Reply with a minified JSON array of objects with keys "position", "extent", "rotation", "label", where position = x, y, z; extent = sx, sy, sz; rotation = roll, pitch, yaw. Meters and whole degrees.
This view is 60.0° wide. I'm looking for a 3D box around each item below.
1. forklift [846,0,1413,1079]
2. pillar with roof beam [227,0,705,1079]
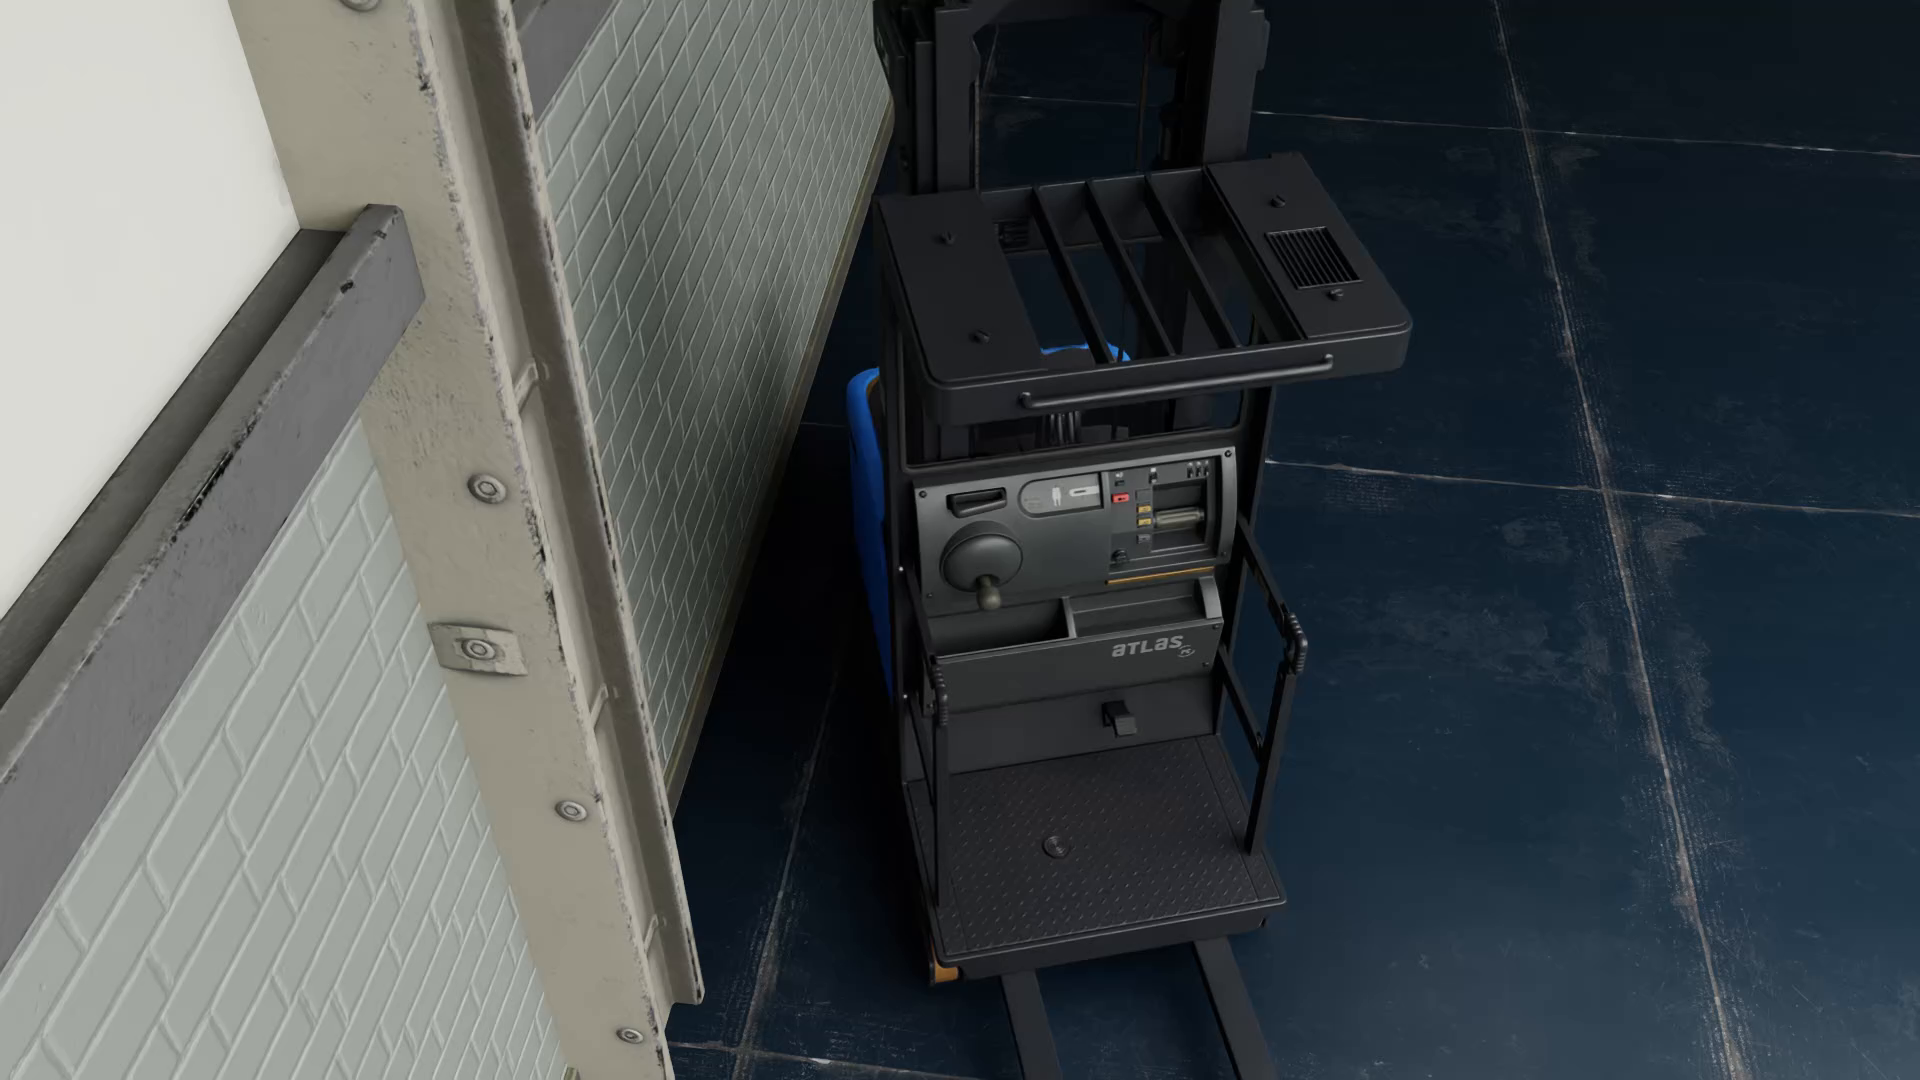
[{"position":[0.378,0.050,4.565],"extent":[1.130,2.935,3.031],"rotation":[-8,44,-8],"label":"forklift"},{"position":[3.284,-1.338,1.618],"extent":[9.100,9.000,0.400],"rotation":[5,44,6],"label":"pillar with roof beam"}]
